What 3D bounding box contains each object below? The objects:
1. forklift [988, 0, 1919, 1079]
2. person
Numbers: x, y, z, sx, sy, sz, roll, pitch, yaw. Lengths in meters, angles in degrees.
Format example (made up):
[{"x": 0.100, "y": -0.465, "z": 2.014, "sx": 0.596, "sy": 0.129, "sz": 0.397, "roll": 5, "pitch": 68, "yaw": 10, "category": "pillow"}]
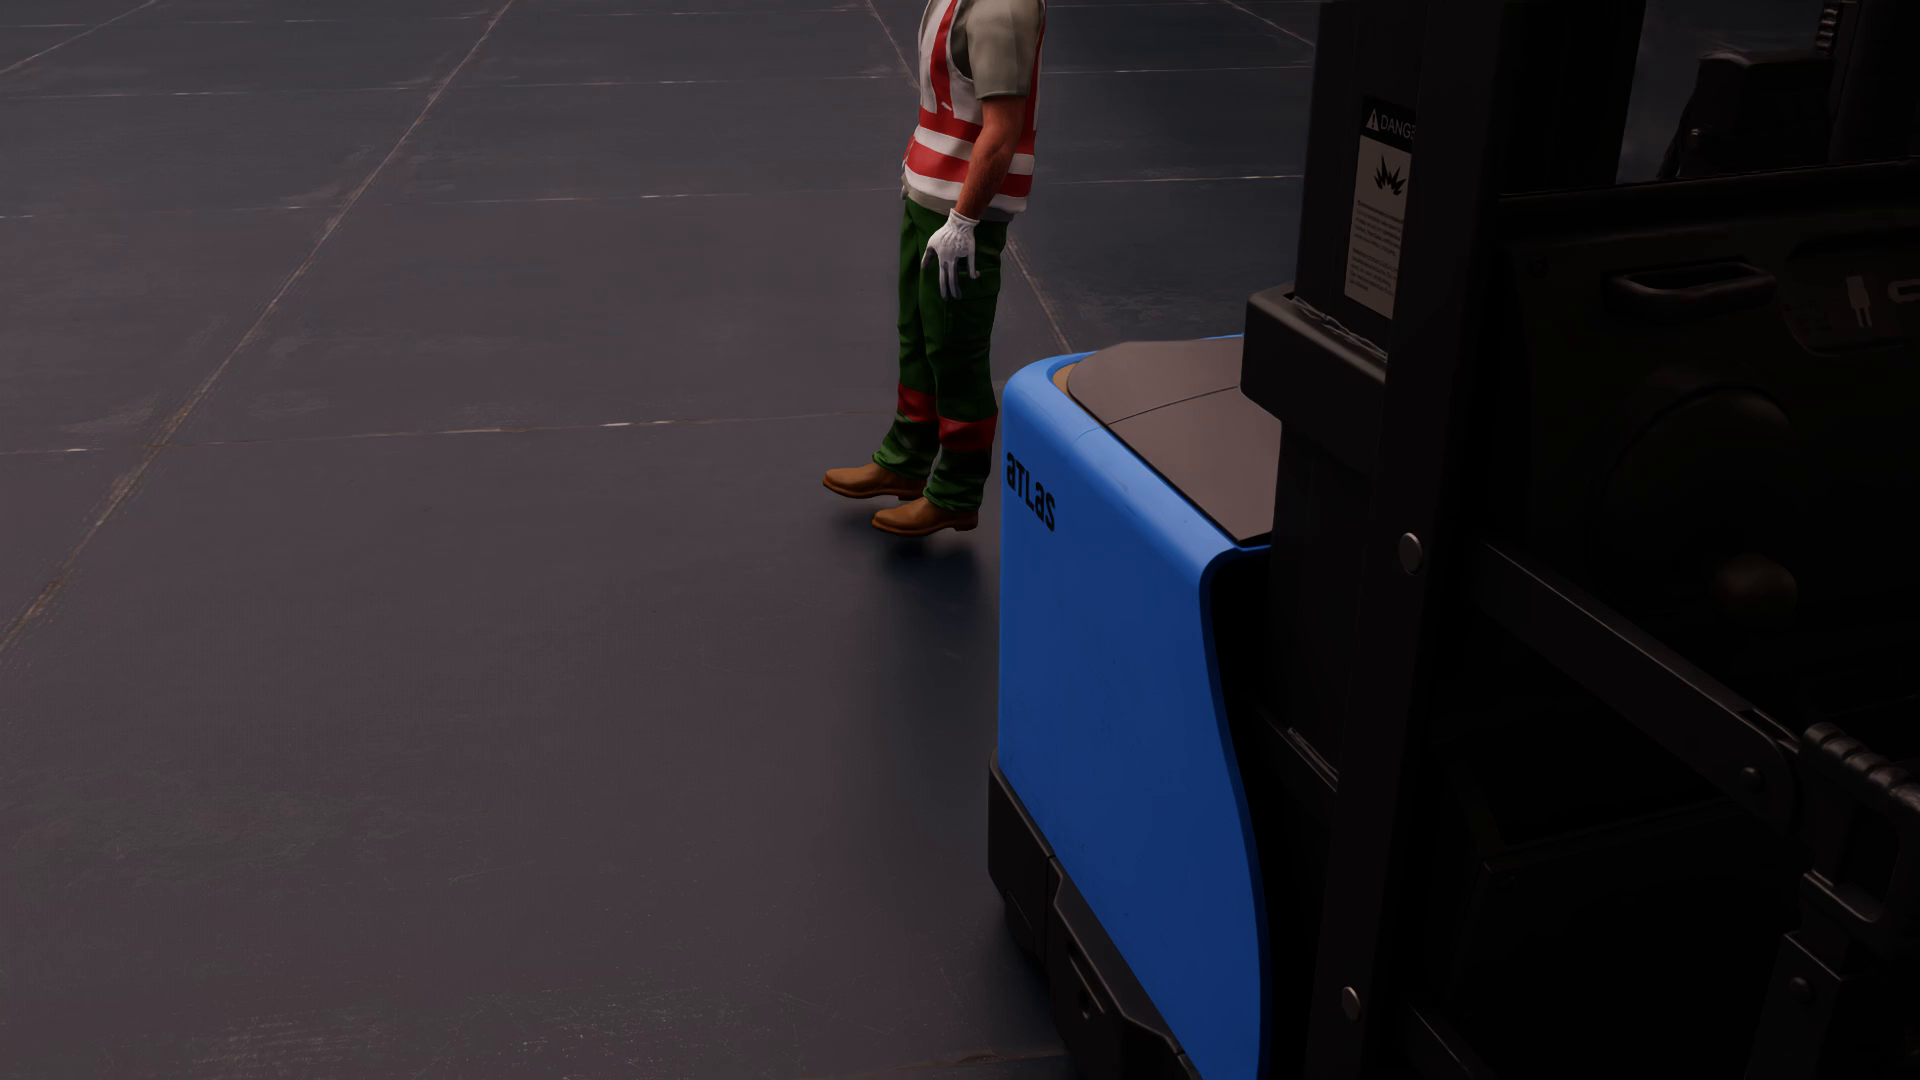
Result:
[{"x": 1.016, "y": -0.116, "z": 1.472, "sx": 1.130, "sy": 2.935, "sz": 3.031, "roll": -9, "pitch": 27, "yaw": -17, "category": "forklift"}, {"x": -0.081, "y": -0.849, "z": 4.198, "sx": 0.564, "sy": 1.786, "sz": 0.638, "roll": -3, "pitch": 26, "yaw": -7, "category": "person"}]
